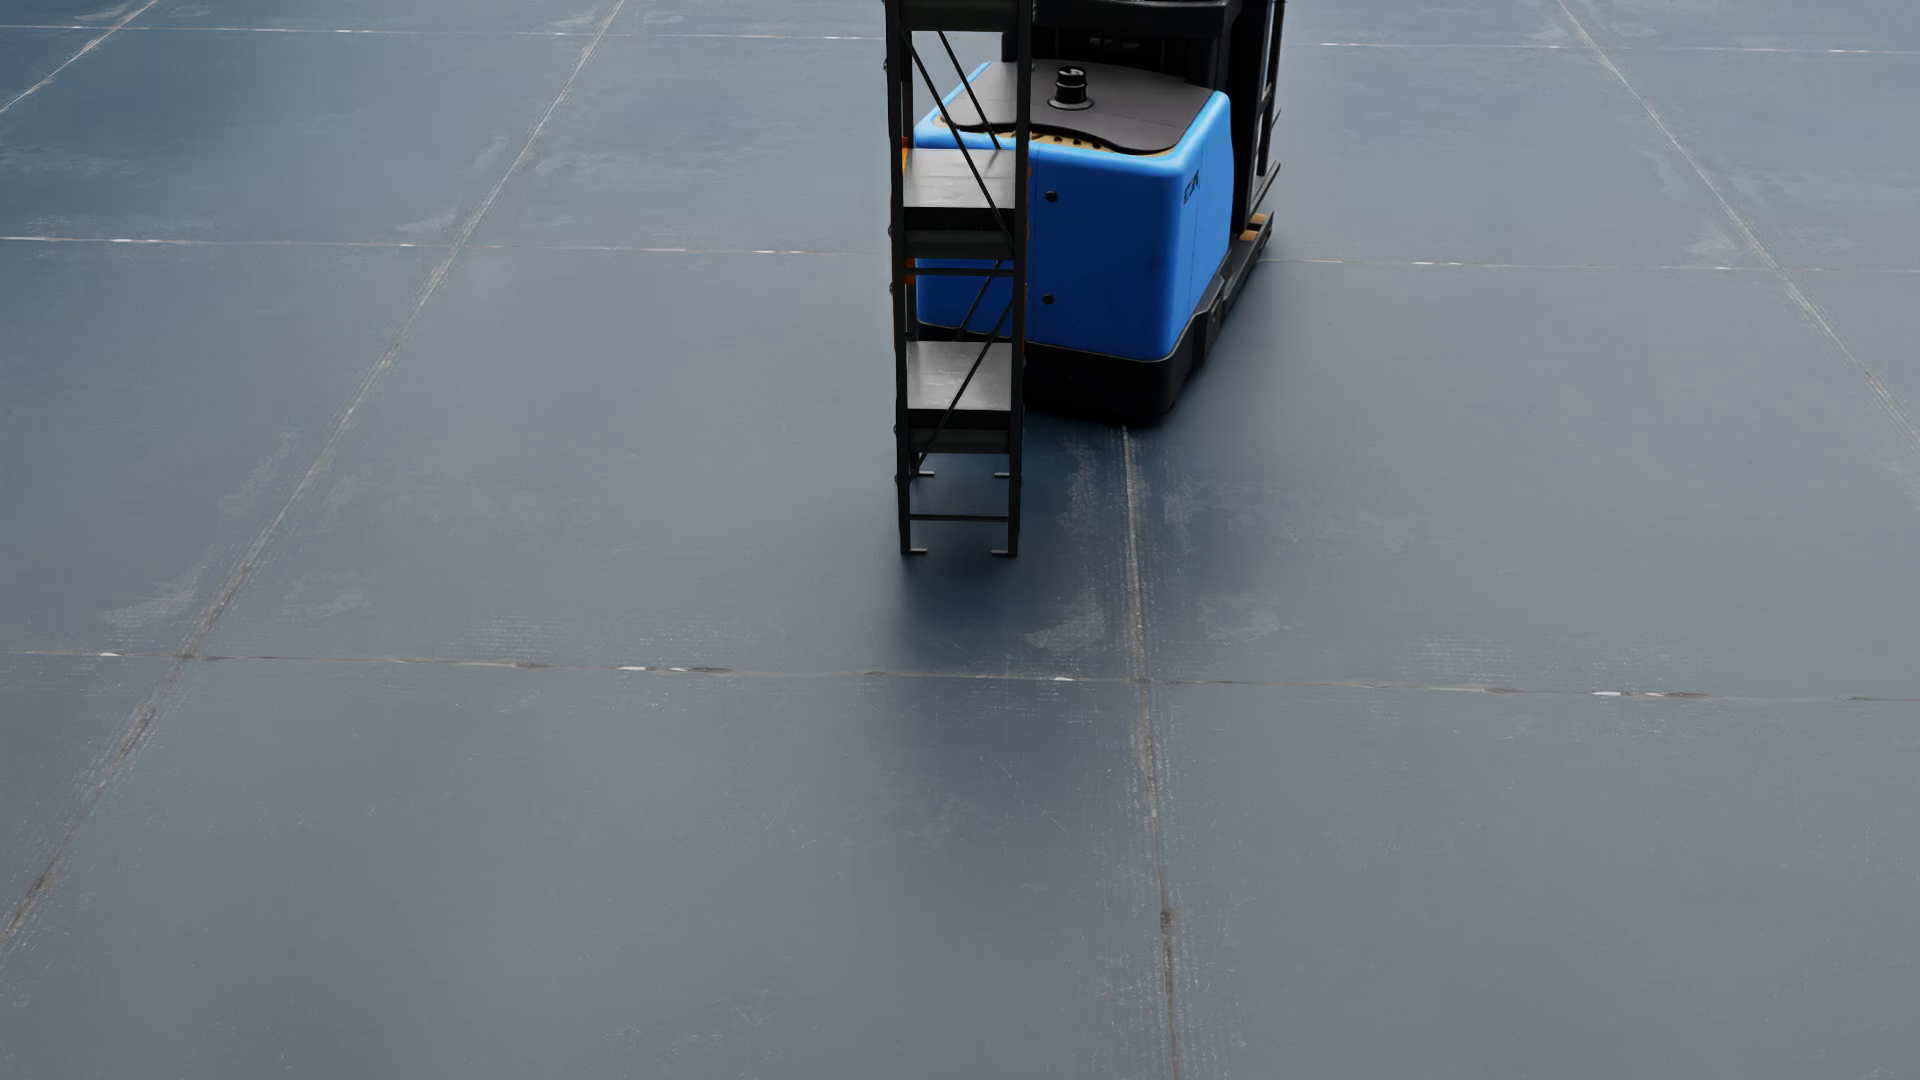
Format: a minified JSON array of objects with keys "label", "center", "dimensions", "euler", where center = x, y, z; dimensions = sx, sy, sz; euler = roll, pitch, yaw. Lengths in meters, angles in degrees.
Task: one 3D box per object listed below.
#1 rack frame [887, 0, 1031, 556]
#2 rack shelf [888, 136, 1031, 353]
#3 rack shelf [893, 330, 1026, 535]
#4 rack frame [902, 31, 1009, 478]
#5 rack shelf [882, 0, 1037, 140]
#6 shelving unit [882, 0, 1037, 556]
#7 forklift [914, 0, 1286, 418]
[{"label":"rack frame","center":[-0.003,-0.814,5.082],"dimensions":[0.400,2.100,0.015],"euler":[1,35,2]},{"label":"rack shelf","center":[0.007,-0.943,5.289],"dimensions":[0.431,0.518,0.480],"euler":[1,35,2]},{"label":"rack shelf","center":[0.007,-0.370,5.692],"dimensions":[0.431,0.518,0.480],"euler":[1,35,2]},{"label":"rack frame","center":[0.016,-1.094,5.481],"dimensions":[0.400,2.100,0.015],"euler":[1,35,2]},{"label":"rack shelf","center":[0.007,-1.516,4.887],"dimensions":[0.431,0.518,0.480],"euler":[1,35,2]},{"label":"shelving unit","center":[0.007,-0.954,5.282],"dimensions":[0.431,2.100,0.503],"euler":[1,35,2]},{"label":"forklift","center":[0.798,-2.504,6.764],"dimensions":[1.130,2.935,3.031],"euler":[12,37,17]}]
